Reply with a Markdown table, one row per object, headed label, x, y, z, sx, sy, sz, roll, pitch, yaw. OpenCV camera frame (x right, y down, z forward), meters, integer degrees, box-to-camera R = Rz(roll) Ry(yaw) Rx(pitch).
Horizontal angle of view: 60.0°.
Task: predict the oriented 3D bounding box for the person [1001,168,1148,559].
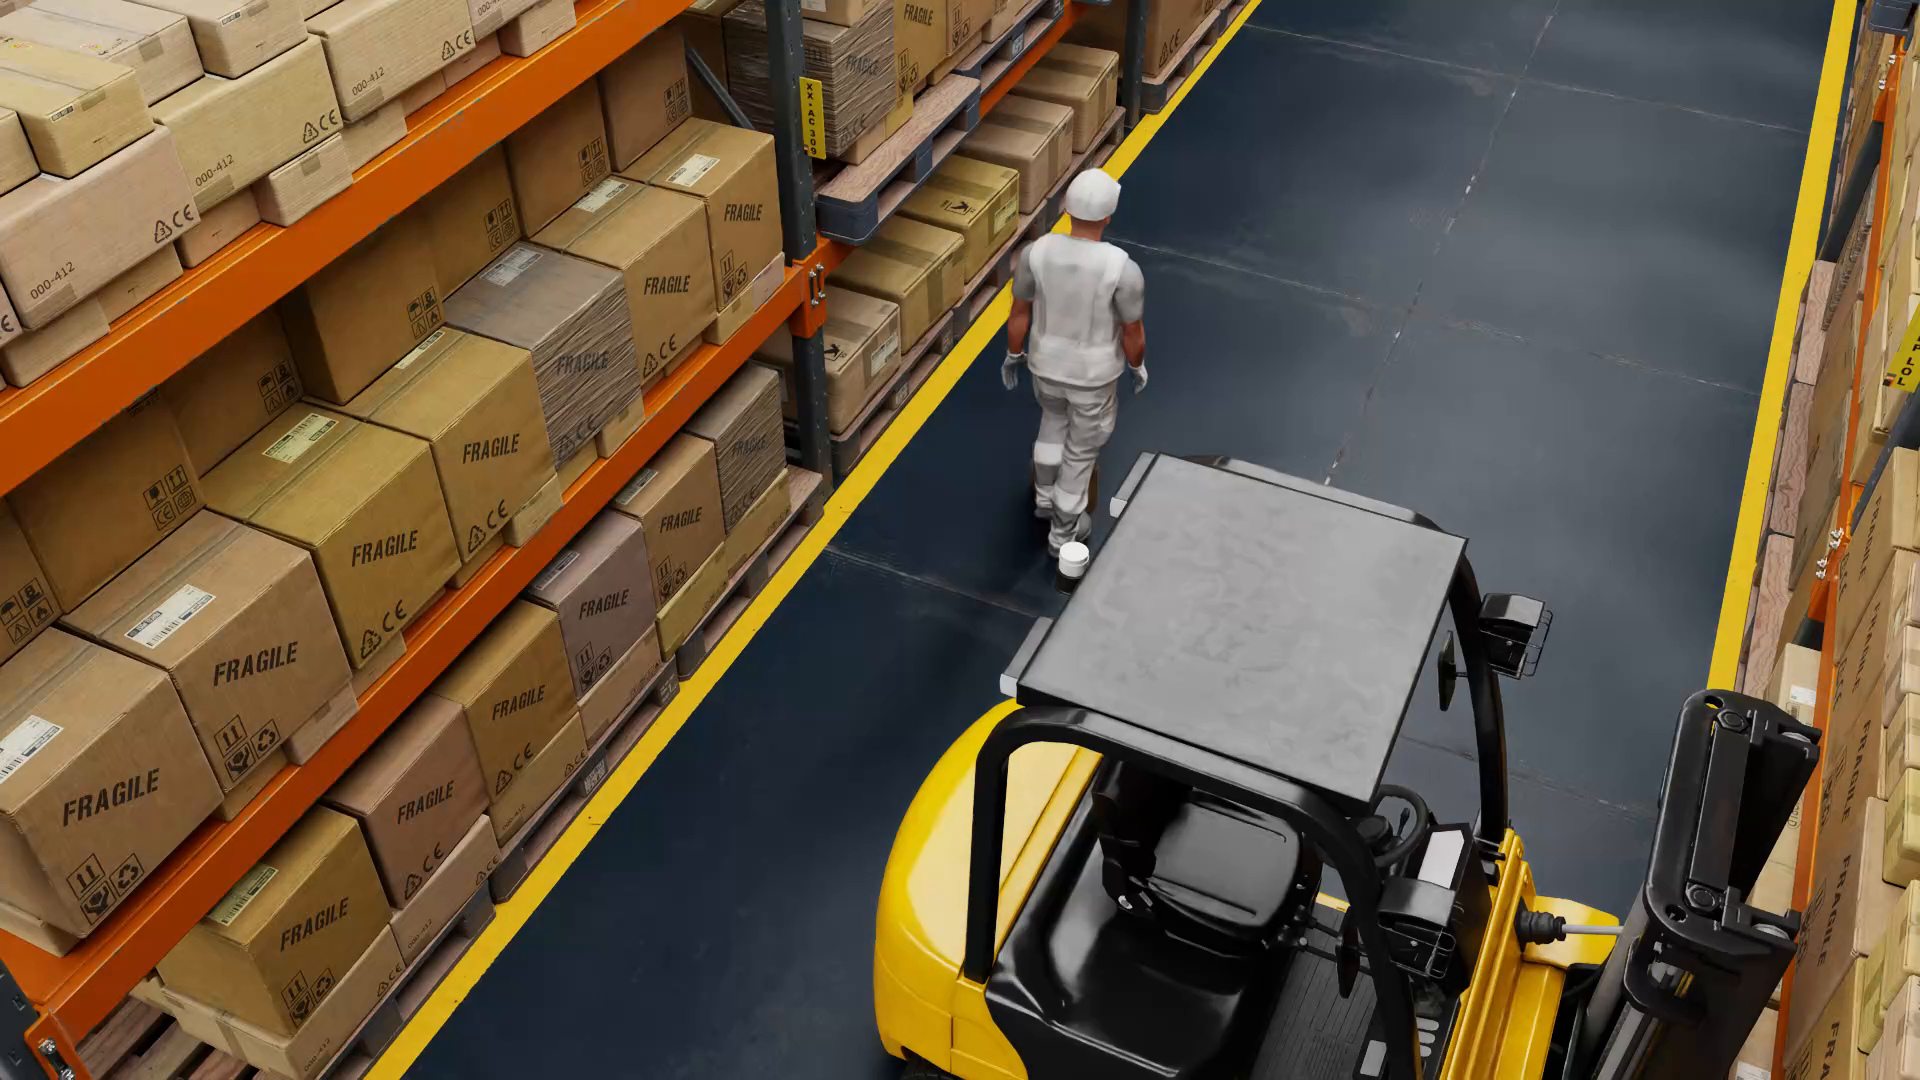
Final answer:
| label | x | y | z | sx | sy | sz | roll | pitch | yaw |
| --- | --- | --- | --- | --- | --- | --- | --- | --- | --- |
| person | 0.471 | -0.703 | 6.946 | 0.587 | 1.839 | 0.475 | 18 | 45 | 19 |
